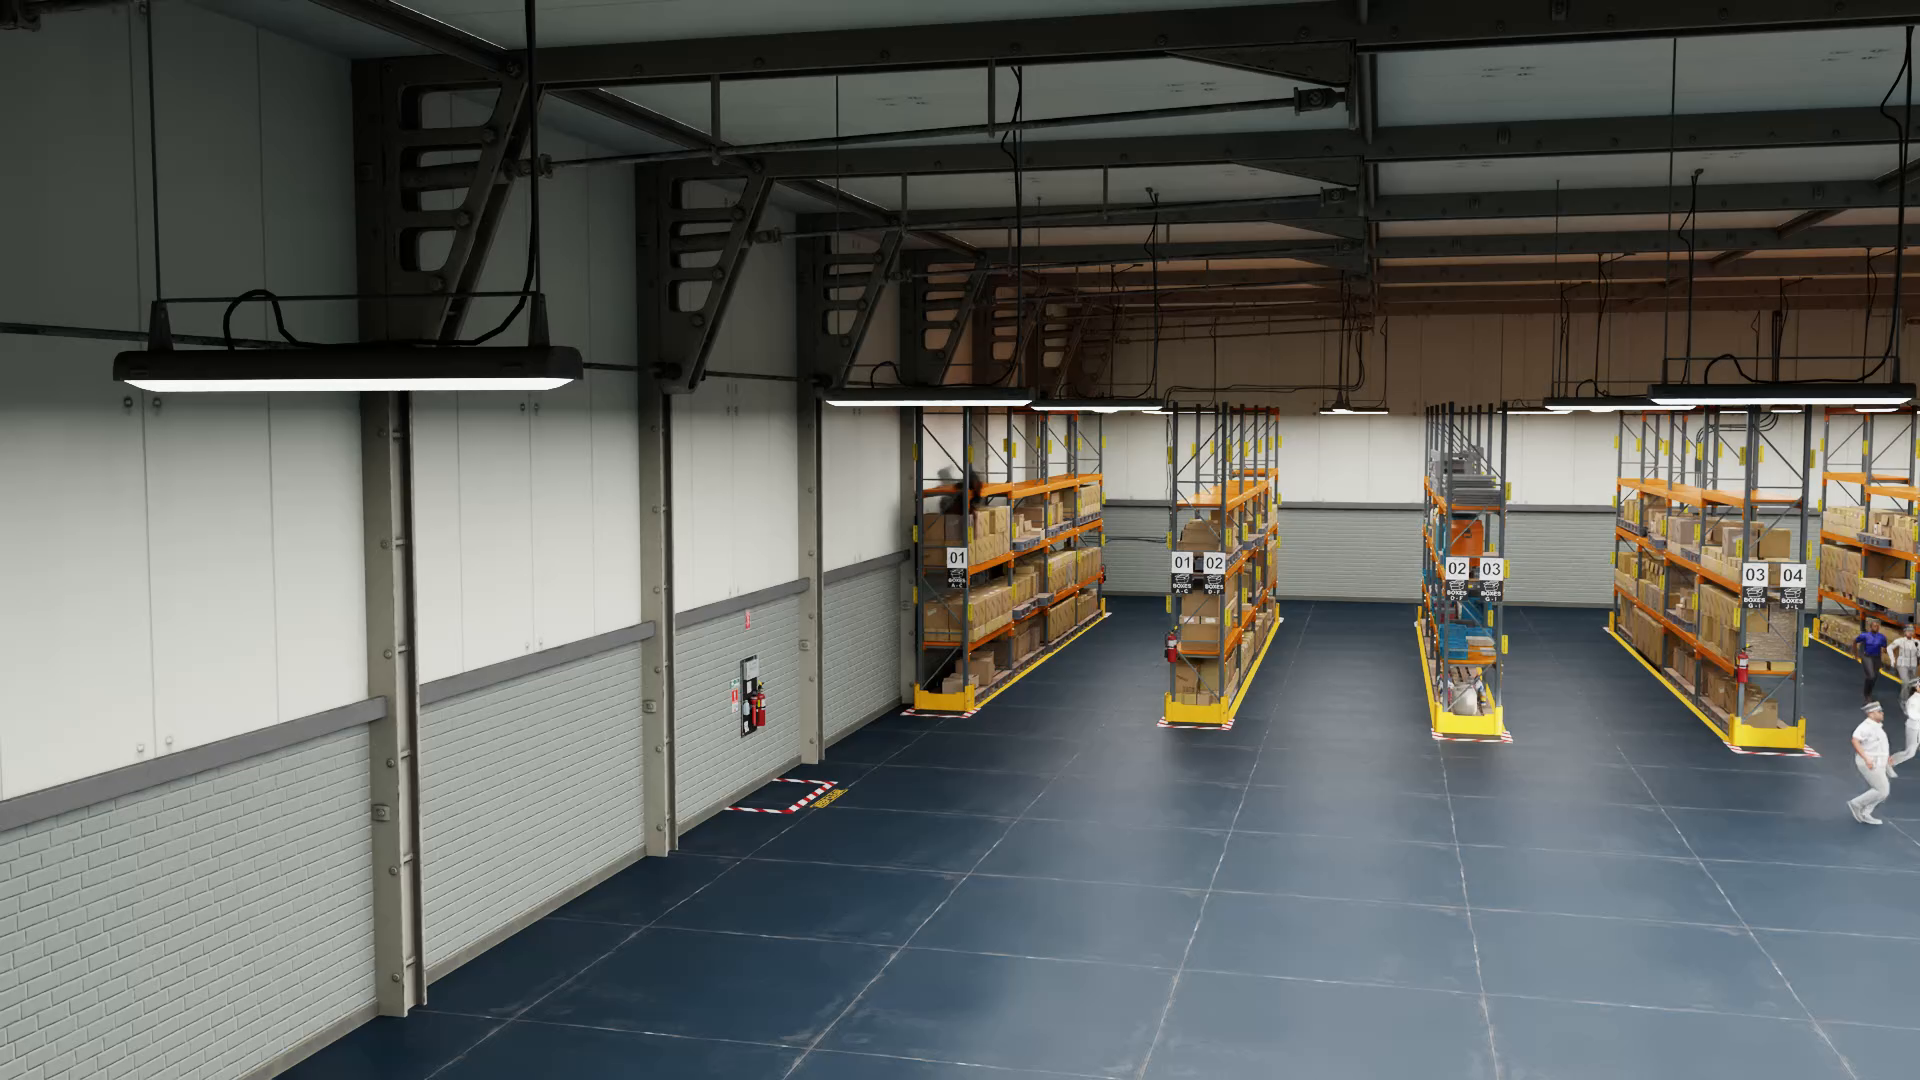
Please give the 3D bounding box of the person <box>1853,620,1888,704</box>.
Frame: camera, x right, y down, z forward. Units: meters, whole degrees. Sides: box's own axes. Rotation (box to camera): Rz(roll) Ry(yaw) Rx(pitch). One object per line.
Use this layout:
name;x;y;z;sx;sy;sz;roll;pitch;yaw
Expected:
person;18.233;2.450;33.246;0.536;1.690;0.784;0;4;5

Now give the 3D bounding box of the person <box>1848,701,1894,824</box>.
person;12.814;3.126;23.368;0.526;1.747;0.668;4;6;42

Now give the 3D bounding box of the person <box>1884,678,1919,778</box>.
person;14.837;2.952;25.808;0.618;1.700;0.938;-4;6;-40

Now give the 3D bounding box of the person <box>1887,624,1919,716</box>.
person;18.354;2.490;32.233;0.587;1.737;0.807;0;4;6
